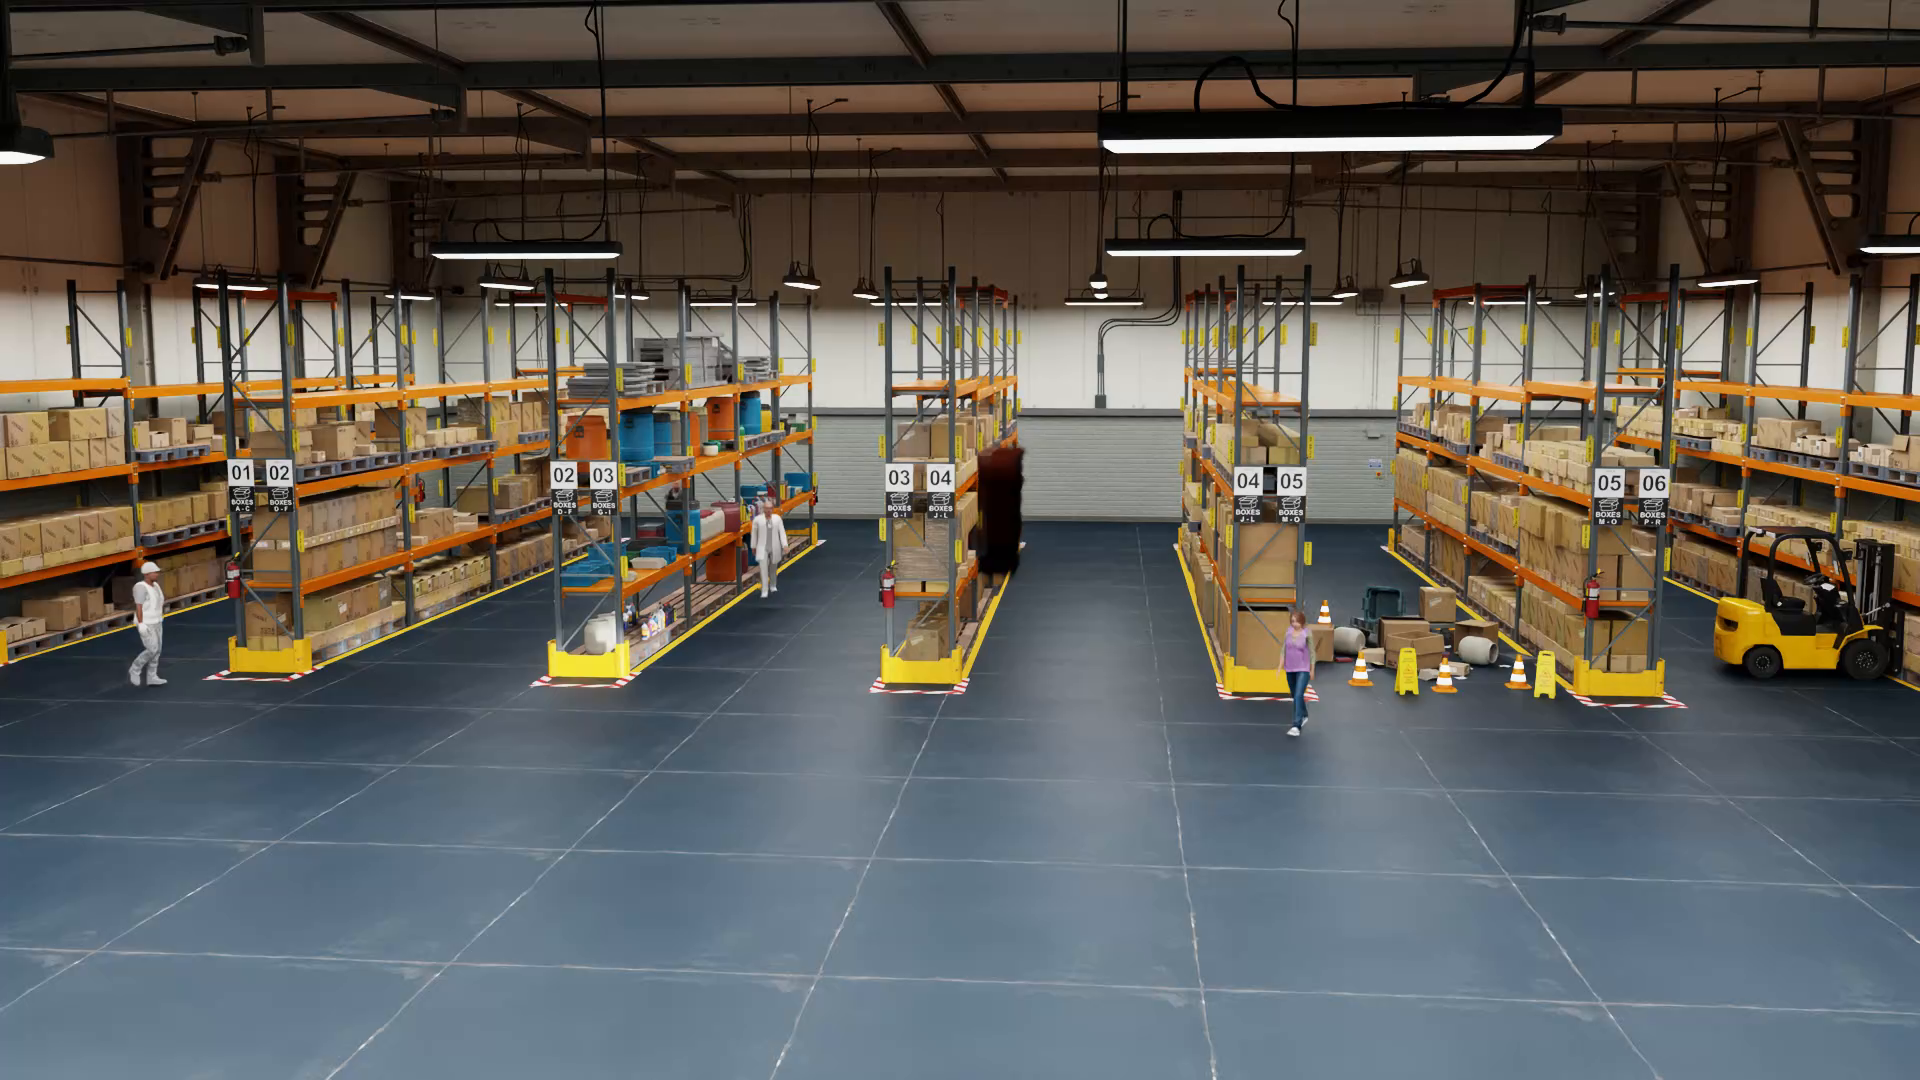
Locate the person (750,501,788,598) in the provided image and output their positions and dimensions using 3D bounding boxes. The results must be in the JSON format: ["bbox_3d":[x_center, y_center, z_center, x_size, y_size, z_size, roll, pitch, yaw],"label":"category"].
[{"bbox_3d":[-3.478,0.154,30.273,0.676,1.734,1.114,-1,7,-9],"label":"person"}]

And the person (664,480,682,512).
[{"bbox_3d":[-6.698,-0.602,39.172,0.601,1.655,1.082,0,7,0],"label":"person"}]

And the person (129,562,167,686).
[{"bbox_3d":[-11.693,1.206,23.880,0.481,1.783,0.590,0,7,3],"label":"person"}]

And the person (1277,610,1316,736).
[{"bbox_3d":[4.286,1.663,21.130,0.815,1.563,0.426,-7,10,-44],"label":"person"}]
